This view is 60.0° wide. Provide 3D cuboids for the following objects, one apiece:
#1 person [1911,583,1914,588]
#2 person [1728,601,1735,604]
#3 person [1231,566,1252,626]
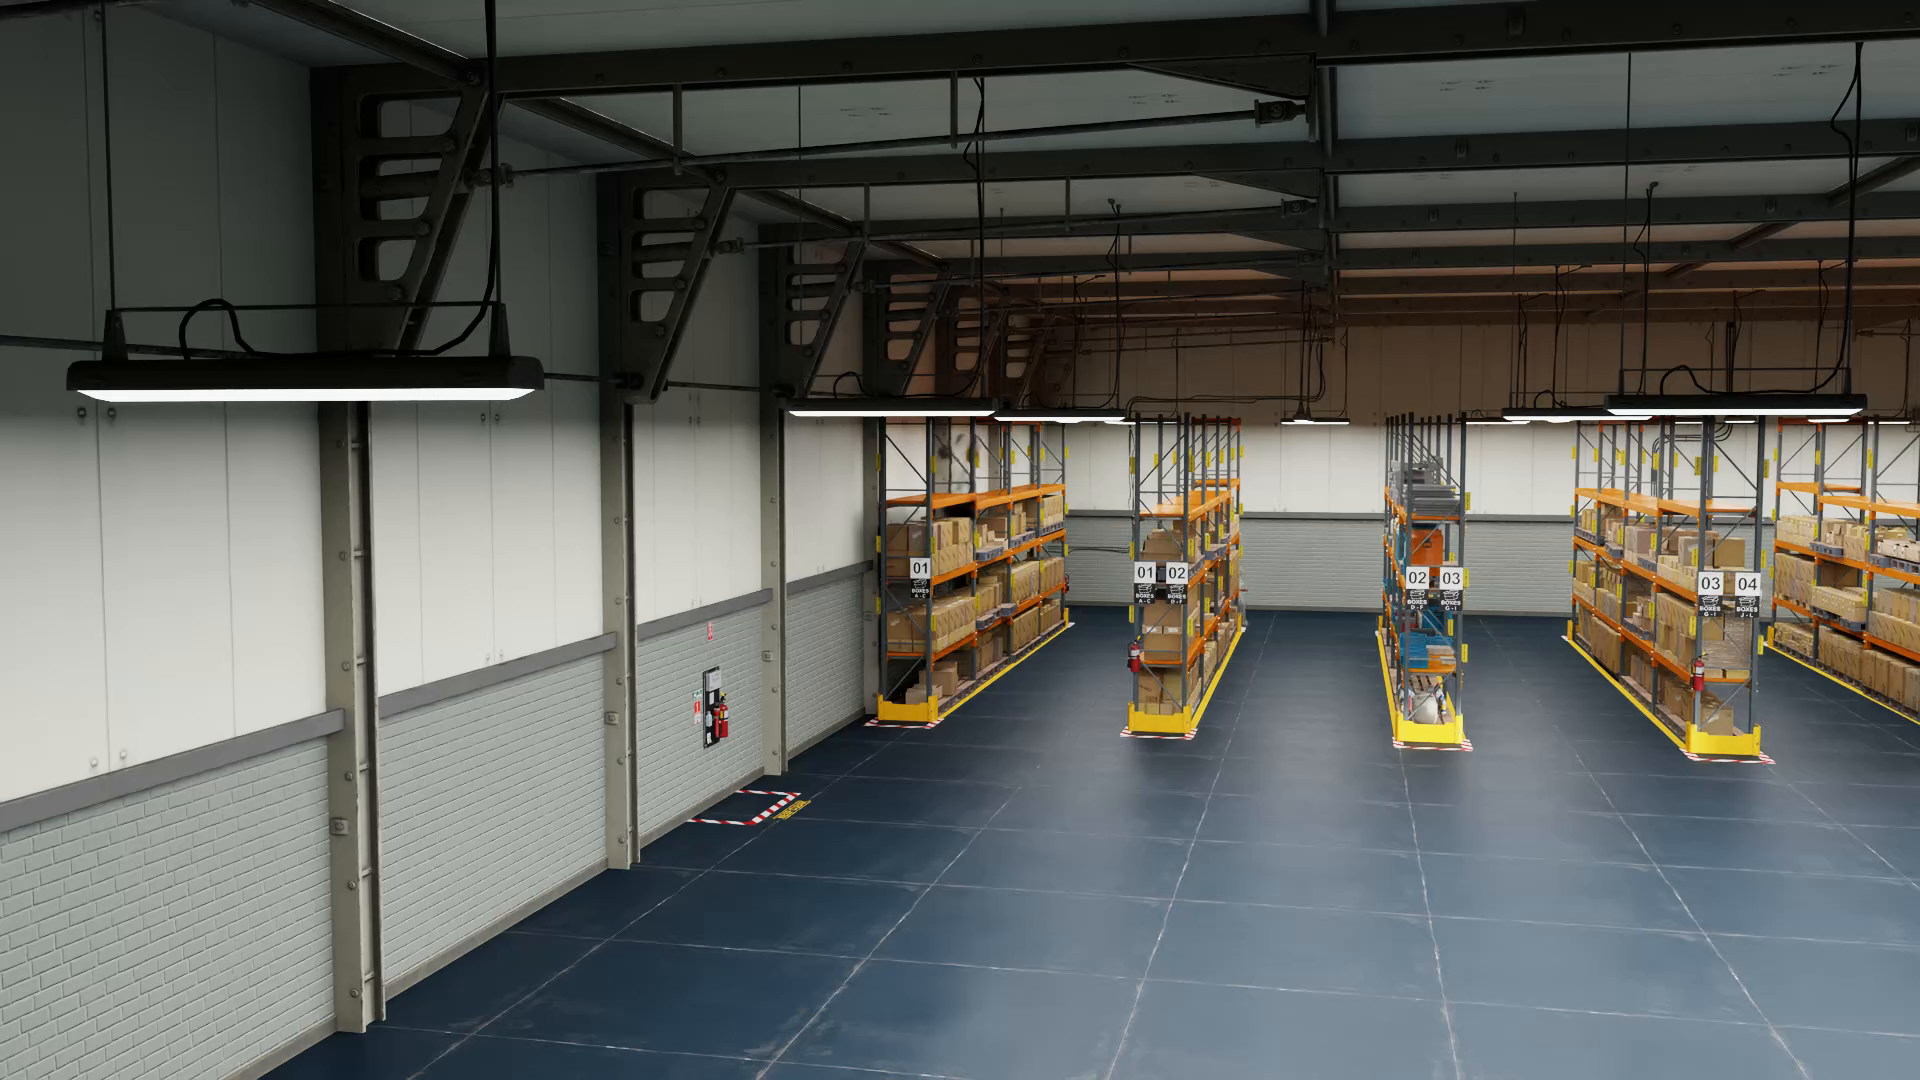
[{"bbox_3d":[25.720,1.840,44.693,0.678,1.736,0.708,0,4,-2],"label":"person"},{"bbox_3d":[20.002,1.967,43.499,0.618,1.655,0.497,2,4,28],"label":"person"},{"bbox_3d":[7.912,1.609,47.768,0.890,1.764,0.735,1,4,17],"label":"person"}]
